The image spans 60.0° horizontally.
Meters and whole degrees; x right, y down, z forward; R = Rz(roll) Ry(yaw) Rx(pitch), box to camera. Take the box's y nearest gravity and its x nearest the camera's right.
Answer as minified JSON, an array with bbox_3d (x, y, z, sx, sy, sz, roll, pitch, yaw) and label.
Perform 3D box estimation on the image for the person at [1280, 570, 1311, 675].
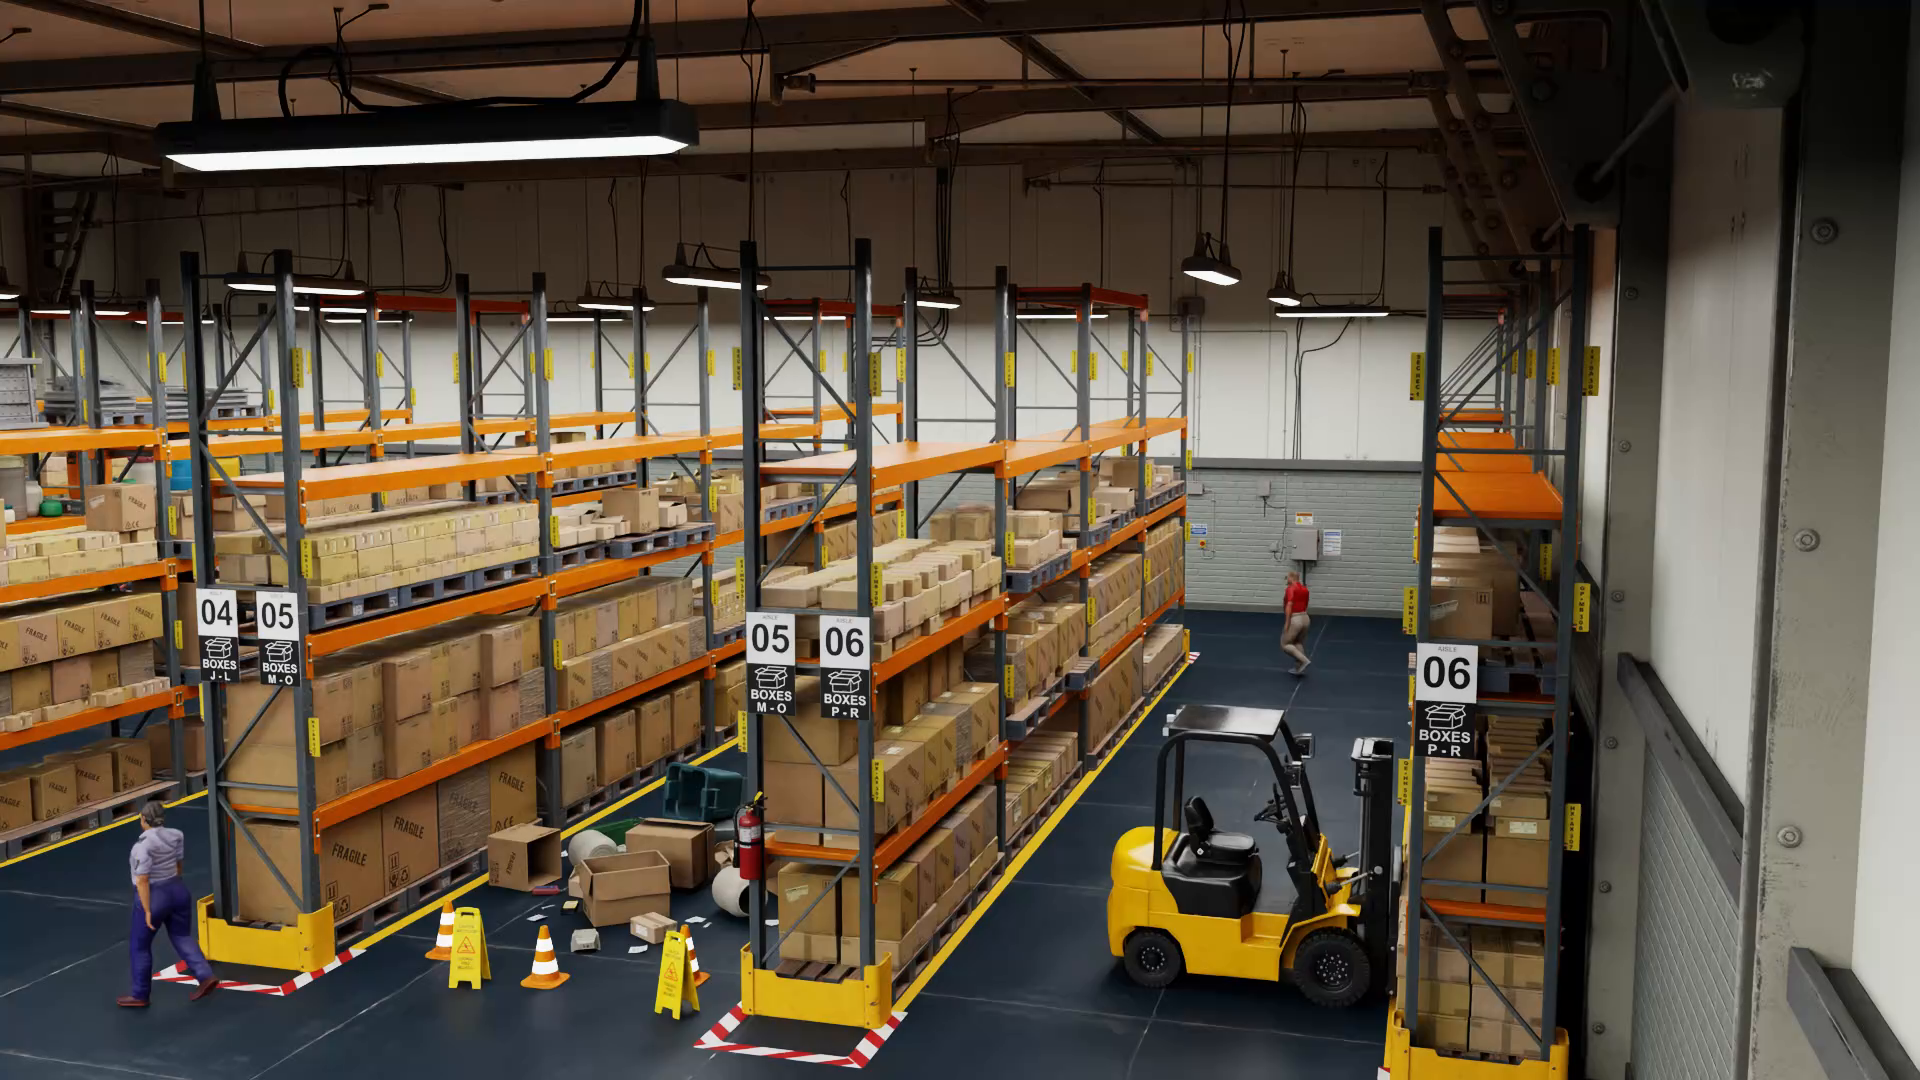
[{"bbox_3d":[5.421,1.337,26.763,0.618,1.697,0.681,-5,8,-40],"label":"person"}]

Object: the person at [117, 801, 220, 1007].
[{"bbox_3d":[-6.320,2.878,13.186,0.734,1.636,0.462,3,7,25],"label":"person"}]
